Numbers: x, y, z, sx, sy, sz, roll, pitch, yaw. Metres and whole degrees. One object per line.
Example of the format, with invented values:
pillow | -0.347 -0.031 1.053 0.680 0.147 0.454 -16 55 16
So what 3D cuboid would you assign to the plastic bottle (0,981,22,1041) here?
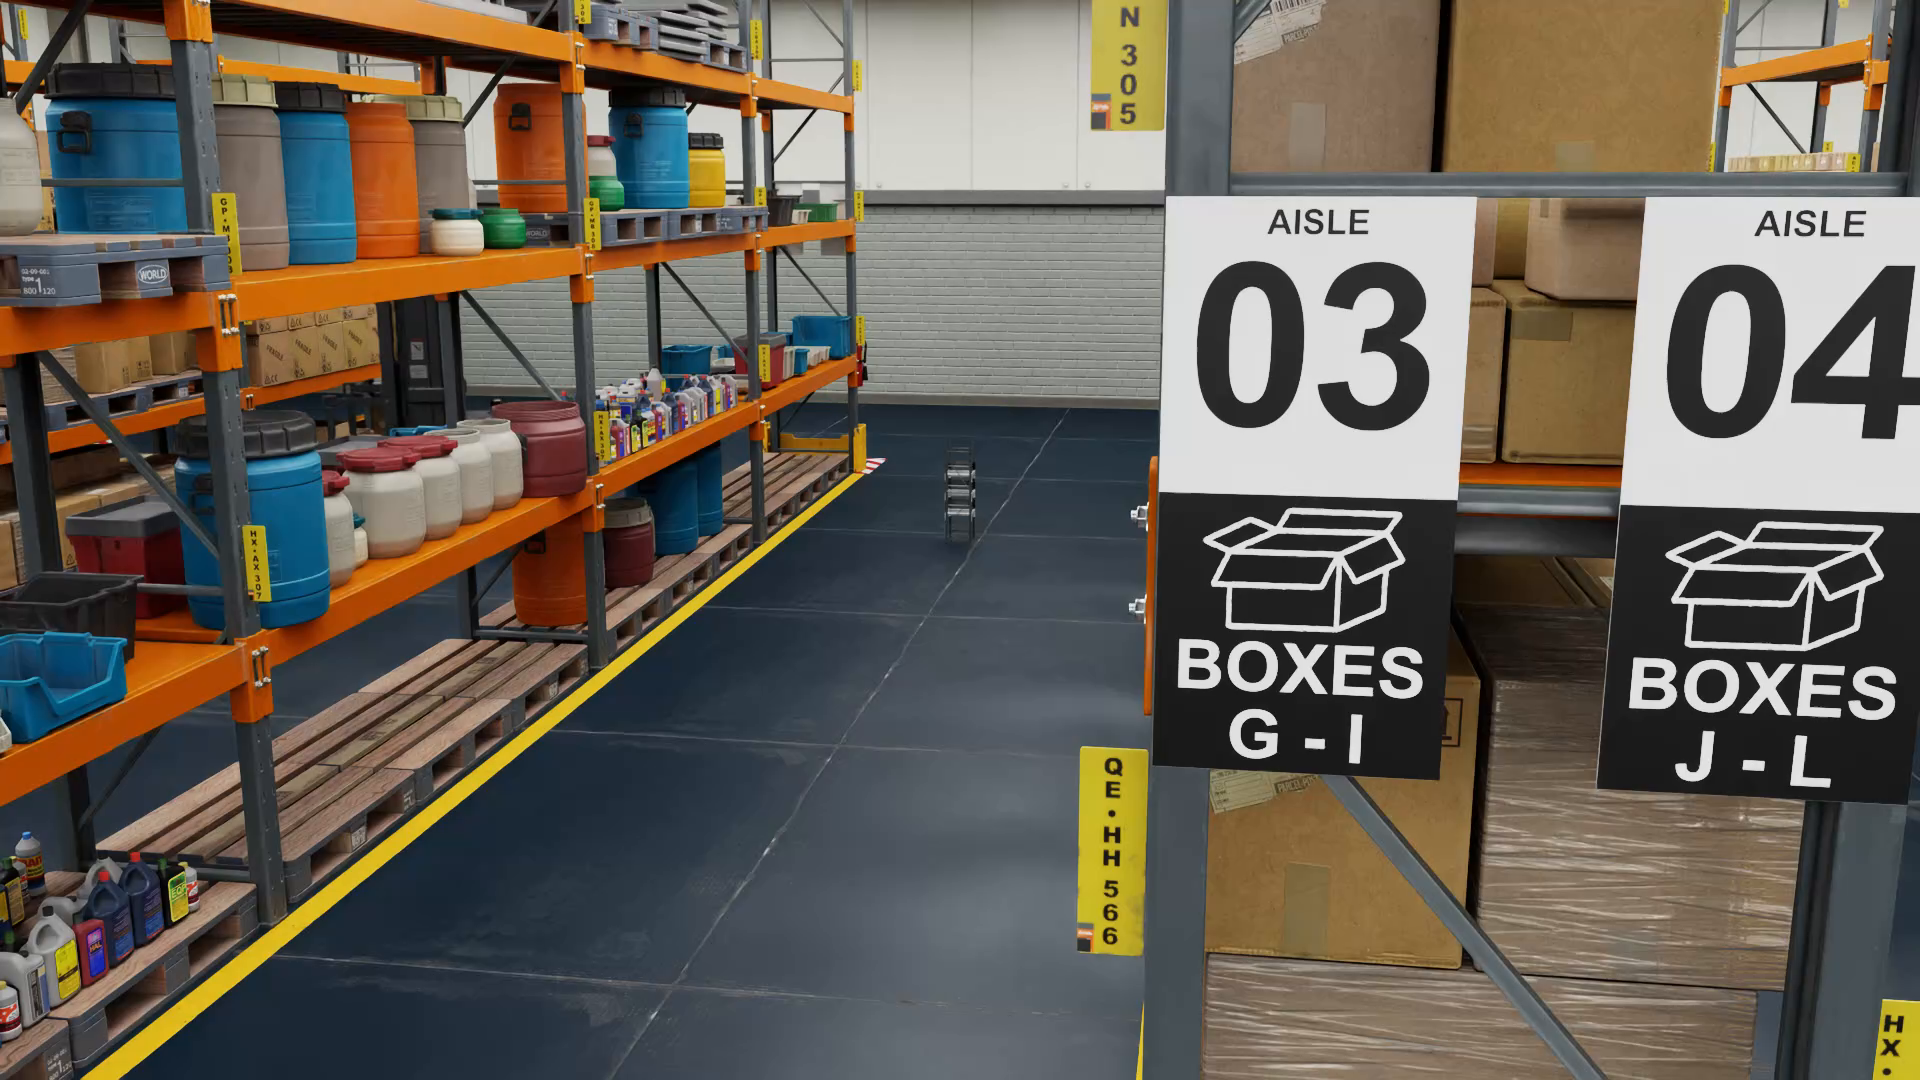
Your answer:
plastic bottle | -3.421 1.677 5.946 0.097 0.201 0.097 0 12 0

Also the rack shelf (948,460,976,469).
rack shelf | 0.001 -0.673 15.113 0.258 0.077 0.200 2 12 9

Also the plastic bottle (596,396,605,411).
plastic bottle | -2.835 -0.994 13.050 0.097 0.271 0.097 0 12 0

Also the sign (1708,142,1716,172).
sign | 7.582 -3.852 16.811 0.100 0.325 0.005 2 12 9

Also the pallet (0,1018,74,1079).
pallet | -3.837 1.971 5.604 1.003 0.211 1.213 2 12 9

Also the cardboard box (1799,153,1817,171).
cardboard box | 7.433 -3.232 14.231 0.380 0.149 0.250 1 12 6

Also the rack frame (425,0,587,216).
rack frame | -2.892 -3.551 10.366 1.000 3.000 0.127 2 12 9

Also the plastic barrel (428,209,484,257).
plastic barrel | -2.857 -1.745 9.434 0.301 0.262 0.301 0 12 0

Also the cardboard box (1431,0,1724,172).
cardboard box | 1.267 -0.998 3.509 0.500 0.500 0.500 2 12 8

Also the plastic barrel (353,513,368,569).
plastic barrel | -3.152 0.012 8.405 0.301 0.262 0.301 0 12 0

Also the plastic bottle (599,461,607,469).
plastic bottle | -2.506 -0.637 11.381 0.152 0.276 0.135 2 12 9

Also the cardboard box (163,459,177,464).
cardboard box | -6.963 -0.493 15.308 0.500 0.500 0.500 2 12 8

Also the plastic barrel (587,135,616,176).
plastic barrel | -2.768 -2.730 12.359 0.433 0.535 0.433 0 12 0

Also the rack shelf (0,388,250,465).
rack shelf | -7.478 -0.844 13.754 1.077 0.370 4.000 2 12 9

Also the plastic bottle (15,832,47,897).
plastic bottle | -3.989 1.385 7.134 0.097 0.271 0.097 0 12 0

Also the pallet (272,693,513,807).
pallet | -3.239 1.158 9.375 1.003 0.211 1.213 2 12 9

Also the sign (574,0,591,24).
sign | -2.347 -3.377 10.325 0.100 0.325 0.005 2 12 9

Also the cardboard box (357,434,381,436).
cardboard box | -6.571 -0.998 18.242 0.500 0.250 0.500 2 12 9

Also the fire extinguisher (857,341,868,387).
fire extinguisher | -1.189 -2.080 18.851 0.296 0.674 0.183 2 12 9

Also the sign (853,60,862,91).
sign | -1.115 -5.044 18.061 0.100 0.325 0.005 2 12 9

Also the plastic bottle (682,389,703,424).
plastic bottle | -2.172 -1.089 13.476 0.152 0.276 0.135 2 12 9

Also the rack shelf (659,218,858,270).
rack shelf | -1.969 -2.982 16.554 1.077 0.370 4.000 2 12 9

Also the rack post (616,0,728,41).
rack post | -2.437 -4.172 13.429 0.937 0.300 0.954 2 12 8

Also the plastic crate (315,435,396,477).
plastic crate | -3.443 -0.323 9.477 0.402 0.464 0.583 2 12 9

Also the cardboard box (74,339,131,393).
cardboard box | -7.381 -1.497 13.840 0.700 0.500 0.500 -1 12 -6

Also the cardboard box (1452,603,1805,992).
cardboard box | 1.126 0.419 2.869 0.500 0.500 0.500 2 12 9

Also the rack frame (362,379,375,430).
rack frame | -6.555 -2.445 19.474 1.000 3.000 0.127 2 12 9

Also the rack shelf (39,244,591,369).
rack shelf | -3.199 -1.317 8.826 1.077 0.370 4.000 2 12 9

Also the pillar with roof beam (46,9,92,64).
pillar with roof beam | -7.636 -5.988 21.674 9.100 9.000 0.400 2 12 9

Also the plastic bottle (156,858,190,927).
plastic bottle | -3.255 1.438 6.860 0.061 0.283 0.133 3 12 11

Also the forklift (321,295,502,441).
forklift | -5.413 -1.494 15.223 3.031 2.935 1.130 -2 12 -10

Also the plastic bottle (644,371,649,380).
plastic bottle | -2.755 -1.331 14.584 0.061 0.283 0.133 2 12 9

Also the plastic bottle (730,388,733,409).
plastic bottle | -2.009 -1.236 14.338 0.097 0.201 0.097 0 12 0

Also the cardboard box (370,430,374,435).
cardboard box | -6.959 -1.190 19.375 0.380 0.149 0.250 2 12 9

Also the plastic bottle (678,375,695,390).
plastic bottle | -2.266 -1.191 13.773 0.144 0.351 0.185 2 12 9

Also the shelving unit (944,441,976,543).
shelving unit | 0.001 -0.442 15.163 0.258 0.900 0.210 2 12 9

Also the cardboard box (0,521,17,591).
cardboard box | -7.433 0.142 12.360 0.500 0.500 0.500 2 12 11

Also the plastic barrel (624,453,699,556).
plastic barrel | -2.486 -0.370 13.832 0.600 0.901 0.708 2 12 9

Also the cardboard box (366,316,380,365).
cardboard box | -6.514 -2.180 18.007 0.500 0.500 0.500 2 12 9

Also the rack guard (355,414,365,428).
rack guard | -6.567 -1.207 19.664 1.175 0.500 0.348 2 12 9

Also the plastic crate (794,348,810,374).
plastic crate | -1.724 -1.795 16.715 0.416 0.233 0.300 2 12 9

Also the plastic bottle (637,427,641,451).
plastic bottle | -2.369 -0.748 12.072 0.097 0.201 0.097 0 12 0

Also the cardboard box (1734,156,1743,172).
cardboard box | 7.672 -3.607 15.970 0.380 0.149 0.250 2 12 9

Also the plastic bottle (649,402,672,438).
plastic bottle | -2.293 -0.926 12.720 0.152 0.276 0.135 2 12 9

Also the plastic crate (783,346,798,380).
plastic crate | -1.860 -1.734 16.316 0.437 0.282 0.530 2 12 9

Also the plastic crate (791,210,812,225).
plastic crate | -1.734 -3.183 16.404 0.437 0.136 0.530 2 12 9

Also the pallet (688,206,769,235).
pallet | -2.301 -2.659 13.794 1.213 0.211 1.003 2 12 9

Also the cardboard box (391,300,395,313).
cardboard box | -6.429 -2.776 18.399 0.500 0.500 0.500 2 12 10

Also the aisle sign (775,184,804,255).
aisle sign | -1.944 -3.579 18.566 0.394 0.787 0.004 2 12 9

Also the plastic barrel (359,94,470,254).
plastic barrel | -3.233 -2.166 9.869 0.600 0.901 0.600 0 12 0

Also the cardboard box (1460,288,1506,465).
cardboard box | 0.595 -0.294 2.730 0.500 0.250 0.500 2 12 10
